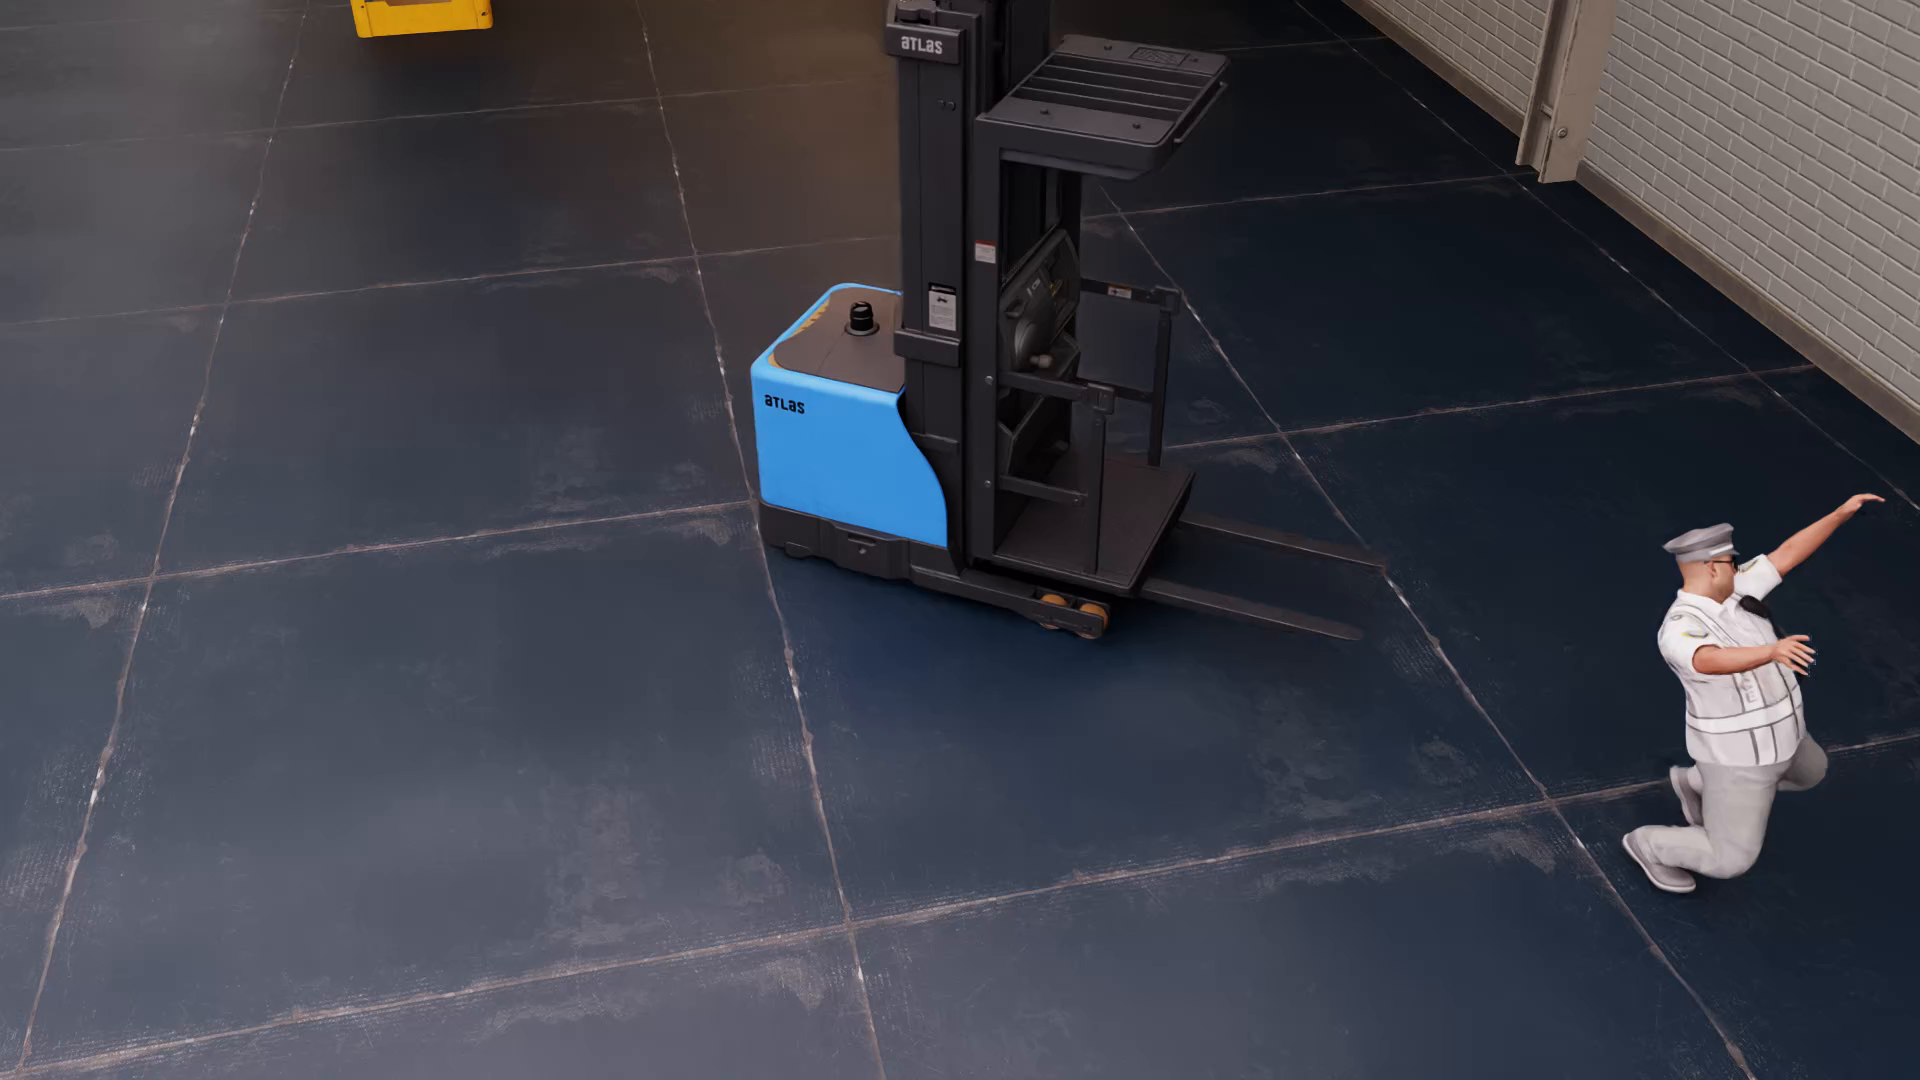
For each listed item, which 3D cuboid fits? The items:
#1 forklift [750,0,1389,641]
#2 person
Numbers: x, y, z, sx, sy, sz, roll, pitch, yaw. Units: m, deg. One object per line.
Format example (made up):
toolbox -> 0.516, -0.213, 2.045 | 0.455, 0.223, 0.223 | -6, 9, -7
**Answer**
forklift -> 0.551, -1.073, 7.541 | 3.031, 2.935, 1.130 | 14, 38, 18
person -> 2.860, 0.635, 6.279 | 0.782, 1.665, 0.995 | 27, 44, 32
